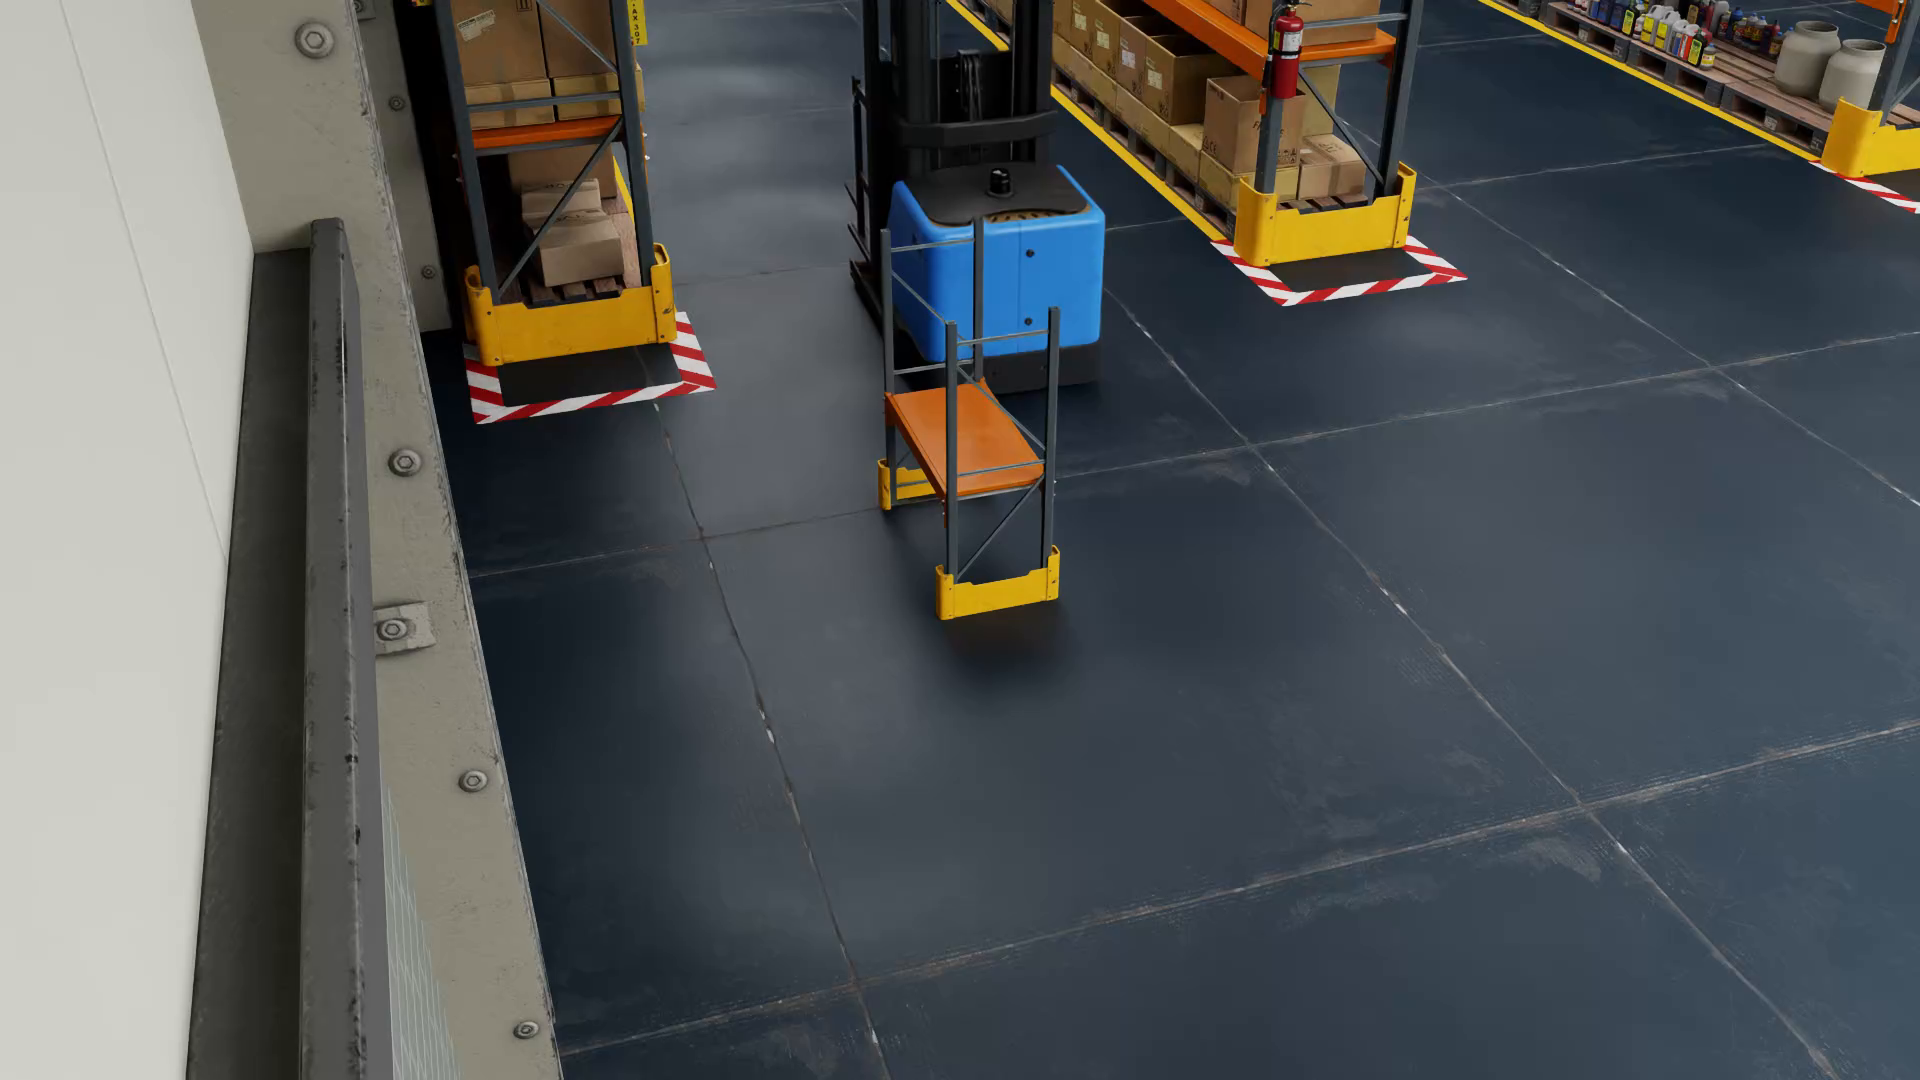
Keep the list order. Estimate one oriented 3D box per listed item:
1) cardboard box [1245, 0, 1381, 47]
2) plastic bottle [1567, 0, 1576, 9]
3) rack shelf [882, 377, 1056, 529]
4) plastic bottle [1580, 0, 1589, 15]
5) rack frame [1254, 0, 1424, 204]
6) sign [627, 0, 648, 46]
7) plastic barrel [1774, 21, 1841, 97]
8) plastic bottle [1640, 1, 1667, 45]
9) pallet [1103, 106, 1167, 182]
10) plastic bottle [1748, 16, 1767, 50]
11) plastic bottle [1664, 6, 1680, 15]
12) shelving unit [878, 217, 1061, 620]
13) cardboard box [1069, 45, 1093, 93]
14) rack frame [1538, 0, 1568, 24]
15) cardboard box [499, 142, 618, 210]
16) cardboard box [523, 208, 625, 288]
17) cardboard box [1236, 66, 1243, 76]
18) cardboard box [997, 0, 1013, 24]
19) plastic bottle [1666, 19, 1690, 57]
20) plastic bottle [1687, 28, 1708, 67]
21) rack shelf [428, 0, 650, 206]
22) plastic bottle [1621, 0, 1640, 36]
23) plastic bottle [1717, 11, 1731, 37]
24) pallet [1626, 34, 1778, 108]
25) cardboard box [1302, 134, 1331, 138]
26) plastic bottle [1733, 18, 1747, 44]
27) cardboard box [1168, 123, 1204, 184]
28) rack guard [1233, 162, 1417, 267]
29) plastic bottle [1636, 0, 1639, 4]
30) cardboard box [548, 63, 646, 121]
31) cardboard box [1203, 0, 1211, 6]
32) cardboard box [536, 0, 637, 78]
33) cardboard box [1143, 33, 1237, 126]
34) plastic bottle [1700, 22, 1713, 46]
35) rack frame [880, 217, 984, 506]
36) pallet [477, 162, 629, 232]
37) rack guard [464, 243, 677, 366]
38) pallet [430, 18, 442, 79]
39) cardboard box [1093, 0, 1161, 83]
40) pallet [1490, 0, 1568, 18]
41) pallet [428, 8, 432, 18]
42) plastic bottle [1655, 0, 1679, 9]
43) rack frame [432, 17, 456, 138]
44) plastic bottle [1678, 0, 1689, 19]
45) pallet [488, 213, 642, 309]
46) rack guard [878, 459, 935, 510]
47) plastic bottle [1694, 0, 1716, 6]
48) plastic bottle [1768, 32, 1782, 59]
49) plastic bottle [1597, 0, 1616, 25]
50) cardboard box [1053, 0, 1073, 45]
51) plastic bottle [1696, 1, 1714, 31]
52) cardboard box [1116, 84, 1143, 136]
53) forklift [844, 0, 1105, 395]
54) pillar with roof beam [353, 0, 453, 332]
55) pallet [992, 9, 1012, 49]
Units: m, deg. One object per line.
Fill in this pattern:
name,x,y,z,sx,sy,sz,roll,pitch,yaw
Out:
cardboard box,2.297,-3.538,10.792,0.700,0.500,0.500,-10,35,-15
plastic bottle,5.605,-4.984,15.147,0.097,0.271,0.097,0,33,0
rack shelf,0.026,-0.431,7.868,0.538,0.185,1.000,-10,35,-15
plastic bottle,5.667,-4.848,15.005,0.097,0.201,0.097,0,33,0
rack frame,2.427,-3.249,10.445,1.000,3.000,0.127,-10,35,-15
sign,-1.773,-2.866,9.081,0.100,0.325,0.005,-10,35,-15
plastic barrel,6.719,-3.813,13.175,0.421,0.512,0.421,0,33,0
plastic bottle,5.963,-4.442,14.255,0.144,0.351,0.185,-10,35,-15
pallet,1.785,-3.119,12.779,1.003,0.211,1.213,-10,35,-15
plastic bottle,6.784,-4.309,14.126,0.097,0.271,0.097,0,33,0
plastic bottle,6.097,-4.449,14.334,0.152,0.276,0.135,-10,35,-15
shelving unit,0.023,-0.586,7.776,0.587,1.500,1.083,-10,35,-15
cardboard box,1.207,-3.819,13.422,0.500,0.250,0.500,-10,35,-15
rack frame,5.925,-6.180,14.881,1.000,3.000,0.127,-10,35,-15
cardboard box,-2.765,-2.625,11.371,0.700,0.500,0.500,-12,35,-18
cardboard box,-2.415,-1.854,10.374,0.500,0.311,0.500,-14,36,-20
cardboard box,2.156,-3.431,12.154,0.500,0.500,0.500,-10,35,-15
cardboard box,0.652,-4.812,14.924,0.500,0.250,0.500,-11,35,-15
plastic bottle,6.074,-4.227,13.998,0.152,0.276,0.135,-11,35,-16
plastic bottle,6.115,-4.079,13.766,0.061,0.283,0.133,-9,35,-14
rack shelf,-2.900,-3.163,10.969,1.077,0.370,4.000,-10,35,-15
plastic bottle,5.844,-4.544,14.470,0.061,0.283,0.133,-9,34,-13
plastic bottle,6.661,-4.492,14.467,0.097,0.201,0.097,0,33,0
pallet,6.466,-4.015,14.135,1.003,0.211,1.213,-10,35,-15
cardboard box,2.319,-2.857,11.967,0.500,0.250,0.500,-10,35,-15
plastic bottle,6.724,-4.384,14.303,0.097,0.201,0.097,0,33,0
cardboard box,1.818,-2.769,11.833,0.500,0.250,0.500,-10,35,-15
rack guard,2.434,-2.193,11.115,1.175,0.500,0.348,-10,35,-15
plastic bottle,5.935,-4.676,14.681,0.097,0.271,0.097,0,33,0
cardboard box,-2.136,-2.669,9.686,0.500,0.250,0.500,-11,35,-16
cardboard box,1.986,-4.074,11.604,0.700,0.500,0.500,-10,35,-14
cardboard box,-2.149,-2.973,9.467,0.500,0.500,0.500,-10,35,-15
cardboard box,1.661,-3.344,12.022,0.500,0.500,0.500,-10,35,-15
plastic bottle,6.218,-4.175,13.913,0.061,0.283,0.133,-10,35,-15
rack frame,-0.129,-0.848,8.173,0.500,1.500,0.032,-10,35,-15
pallet,-2.895,-2.362,11.633,1.003,0.211,1.213,-10,35,-15
rack guard,-2.313,-1.411,9.931,1.175,0.500,0.348,-10,35,-15
pallet,-4.124,-4.400,14.718,1.003,0.211,1.213,-10,35,-15
cardboard box,1.355,-3.868,12.816,0.500,0.500,0.500,-10,35,-15
pallet,5.649,-5.422,16.264,1.003,0.211,1.213,-10,35,-15
pallet,-4.493,-5.040,15.686,1.003,0.211,1.213,-10,35,-15
plastic bottle,6.321,-4.798,14.862,0.152,0.276,0.135,-10,35,-15
rack frame,-3.510,-4.514,12.360,1.000,3.000,0.127,-10,35,-15
plastic bottle,6.455,-4.868,14.899,0.144,0.351,0.185,-12,35,-17
pallet,-2.527,-1.723,10.665,1.003,0.211,1.213,-10,35,-15
rack guard,-0.129,-0.326,8.516,0.587,0.250,0.087,-10,35,-15
plastic bottle,6.553,-4.698,14.643,0.144,0.351,0.185,-10,35,-15
plastic bottle,6.857,-4.154,13.955,0.097,0.201,0.097,0,33,0
plastic bottle,5.776,-4.764,14.743,0.144,0.351,0.185,-9,35,-13
cardboard box,1.050,-4.393,13.611,0.500,0.500,0.500,-10,35,-15
plastic bottle,6.498,-4.566,14.504,0.061,0.283,0.133,-10,35,-15
cardboard box,1.513,-3.294,12.627,0.500,0.250,0.500,-10,35,-15
forklift,-0.077,-2.803,9.834,1.130,2.935,3.031,-9,34,-13
pillar with roof beam,0.773,-5.862,8.959,9.100,9.000,0.400,-10,35,-15
pallet,0.945,-4.566,14.968,1.003,0.211,1.213,-10,35,-15
